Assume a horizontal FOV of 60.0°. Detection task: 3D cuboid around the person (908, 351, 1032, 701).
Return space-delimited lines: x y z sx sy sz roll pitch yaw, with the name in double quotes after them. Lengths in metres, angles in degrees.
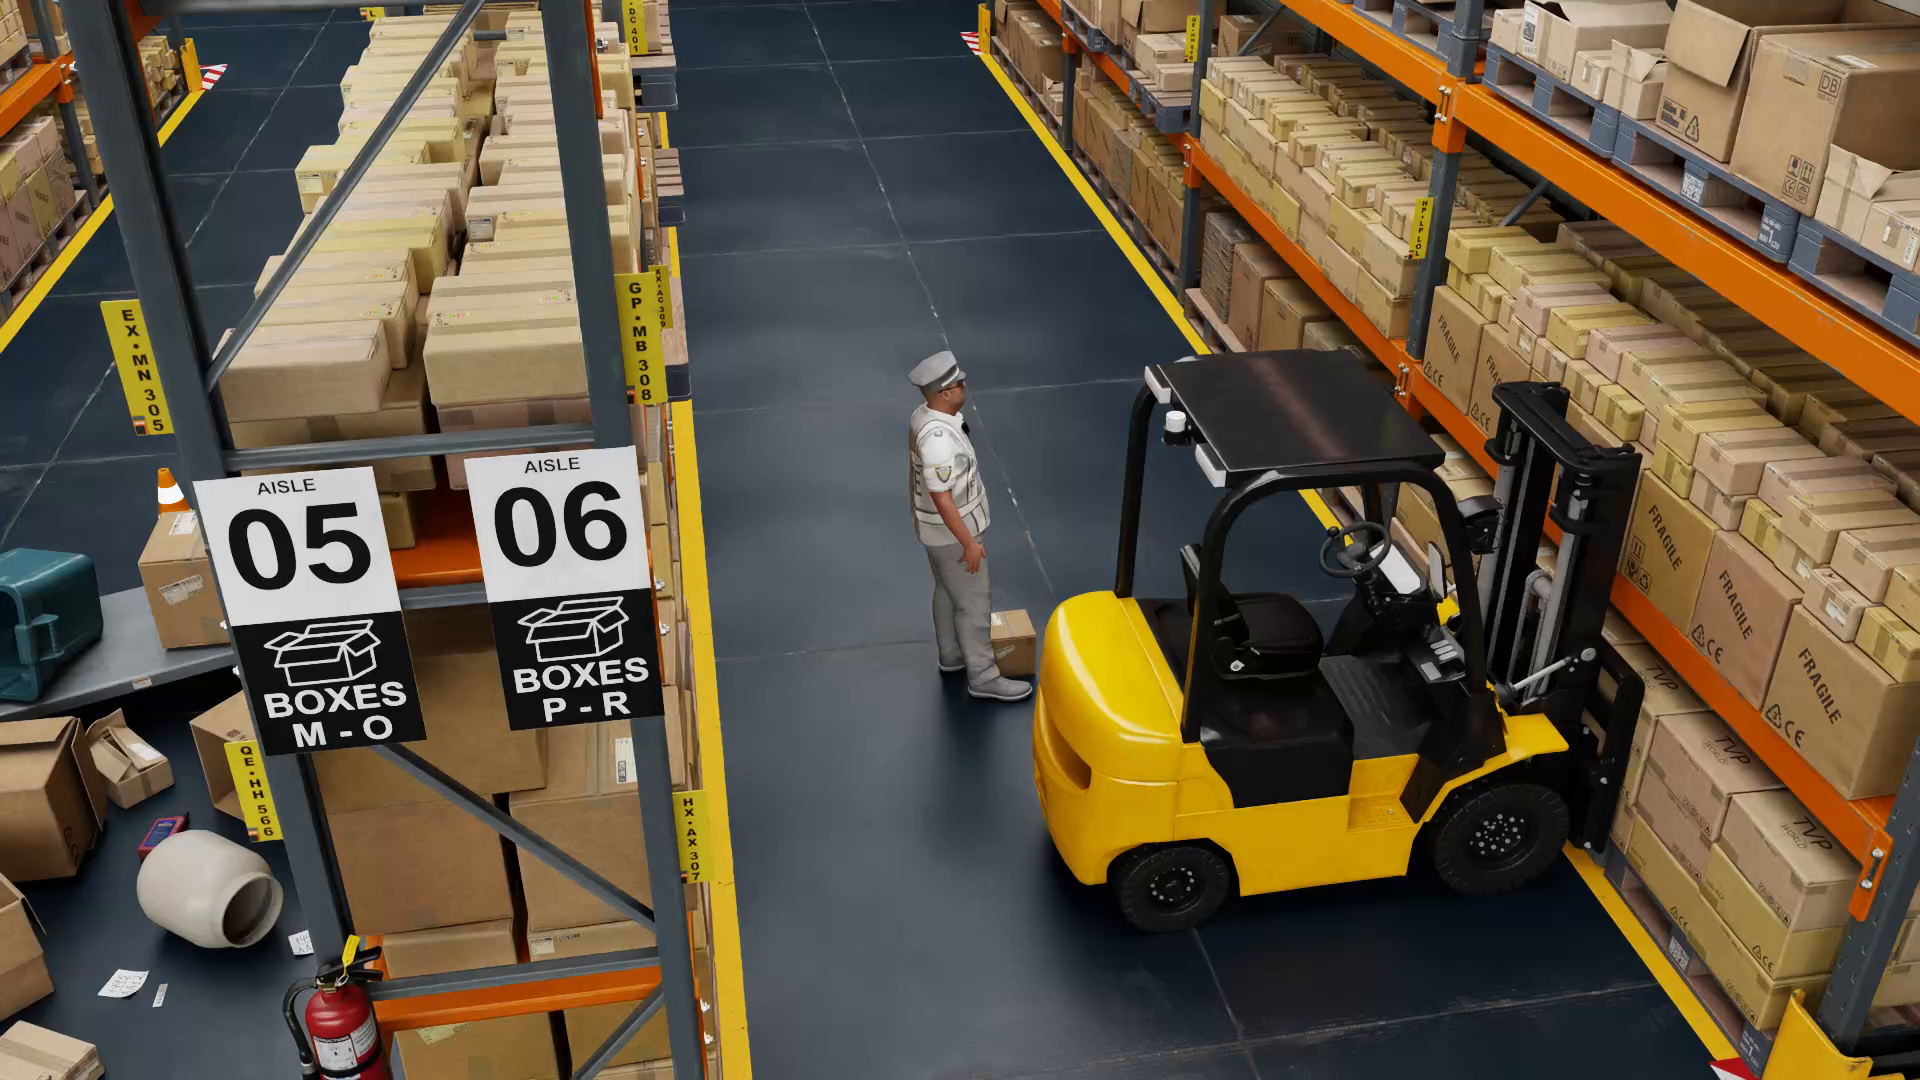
0.041 -0.089 8.233 0.573 1.781 0.641 -5 31 -9 "person"
